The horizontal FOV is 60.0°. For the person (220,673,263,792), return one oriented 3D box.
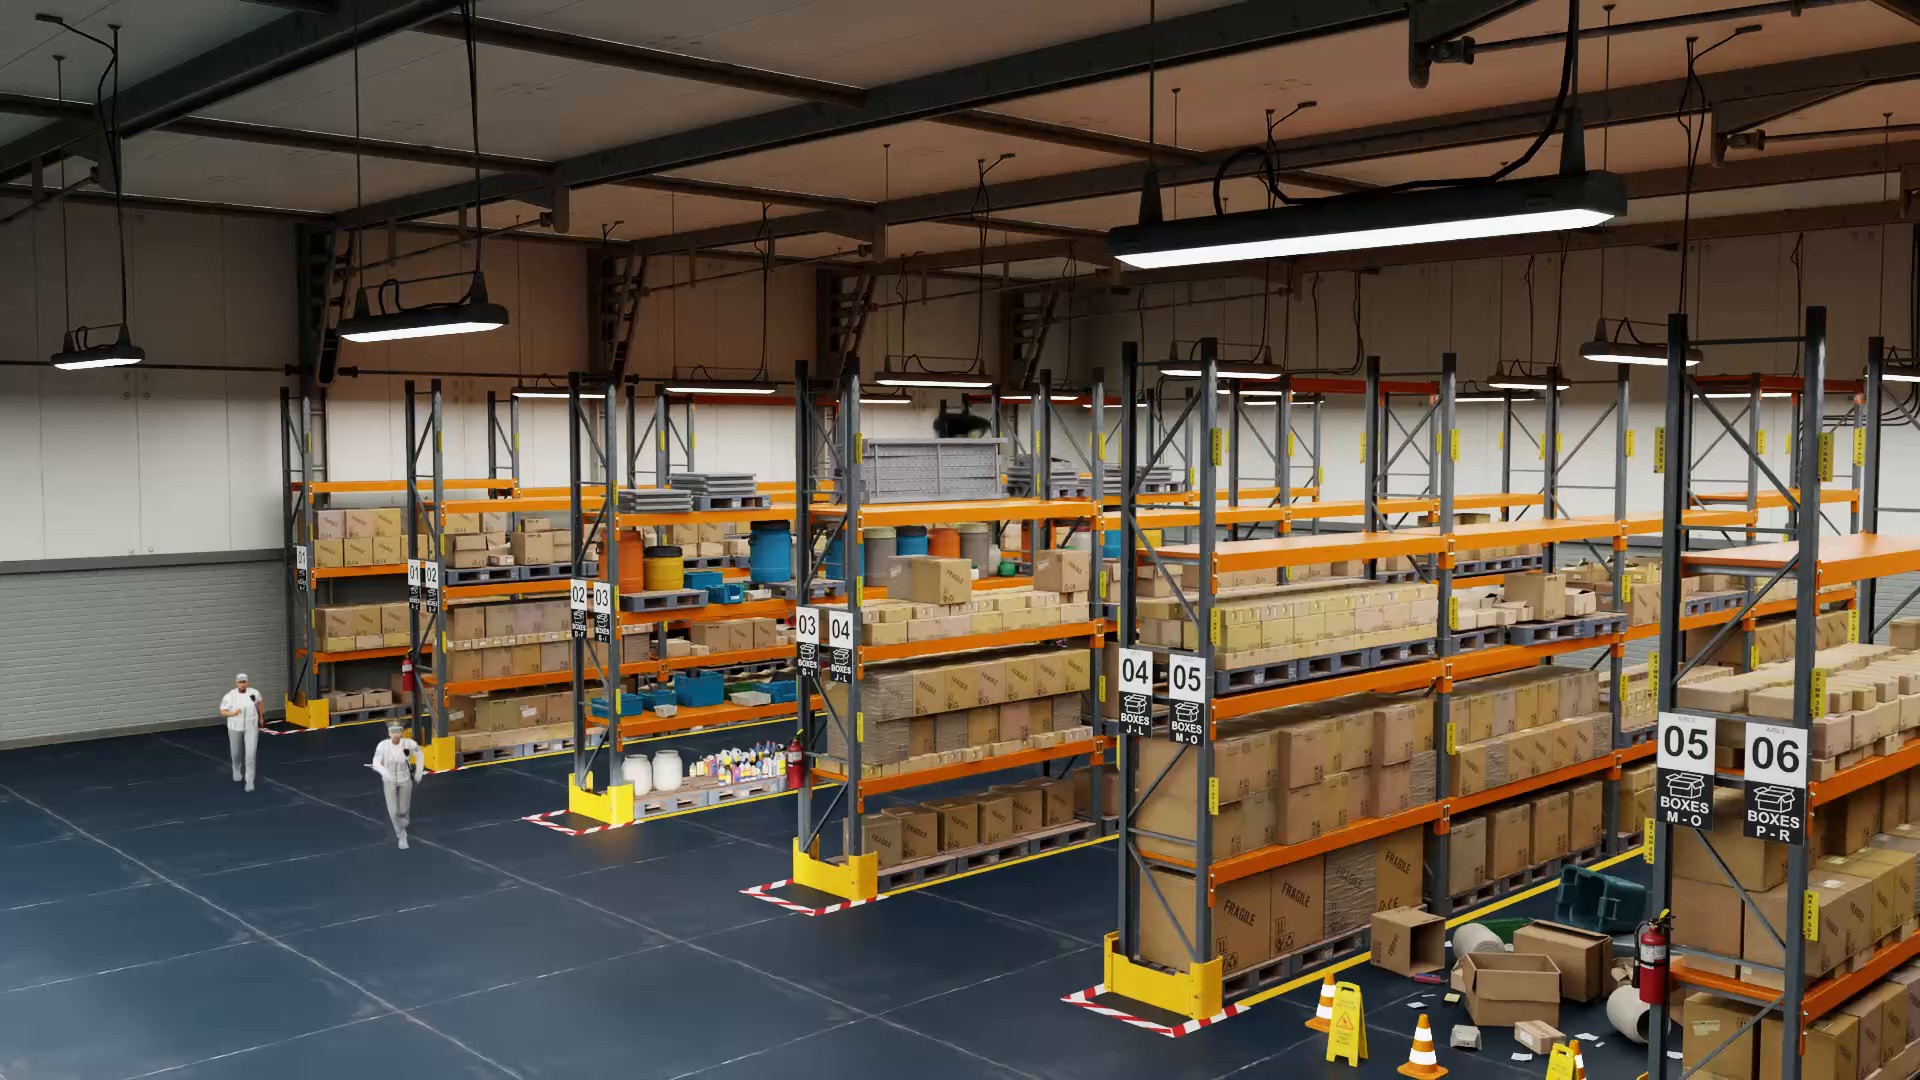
[{"bbox_3d":[-10.456,2.761,24.239,0.598,1.669,0.933,-2,4,-27],"label":"person"}]

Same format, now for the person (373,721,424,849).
[{"bbox_3d":[-7.021,3.032,20.811,0.602,1.635,0.697,-1,4,-12],"label":"person"}]

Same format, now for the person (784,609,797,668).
[{"bbox_3d":[-3.308,2.196,33.004,0.662,1.743,0.946,4,5,44],"label":"person"}]
